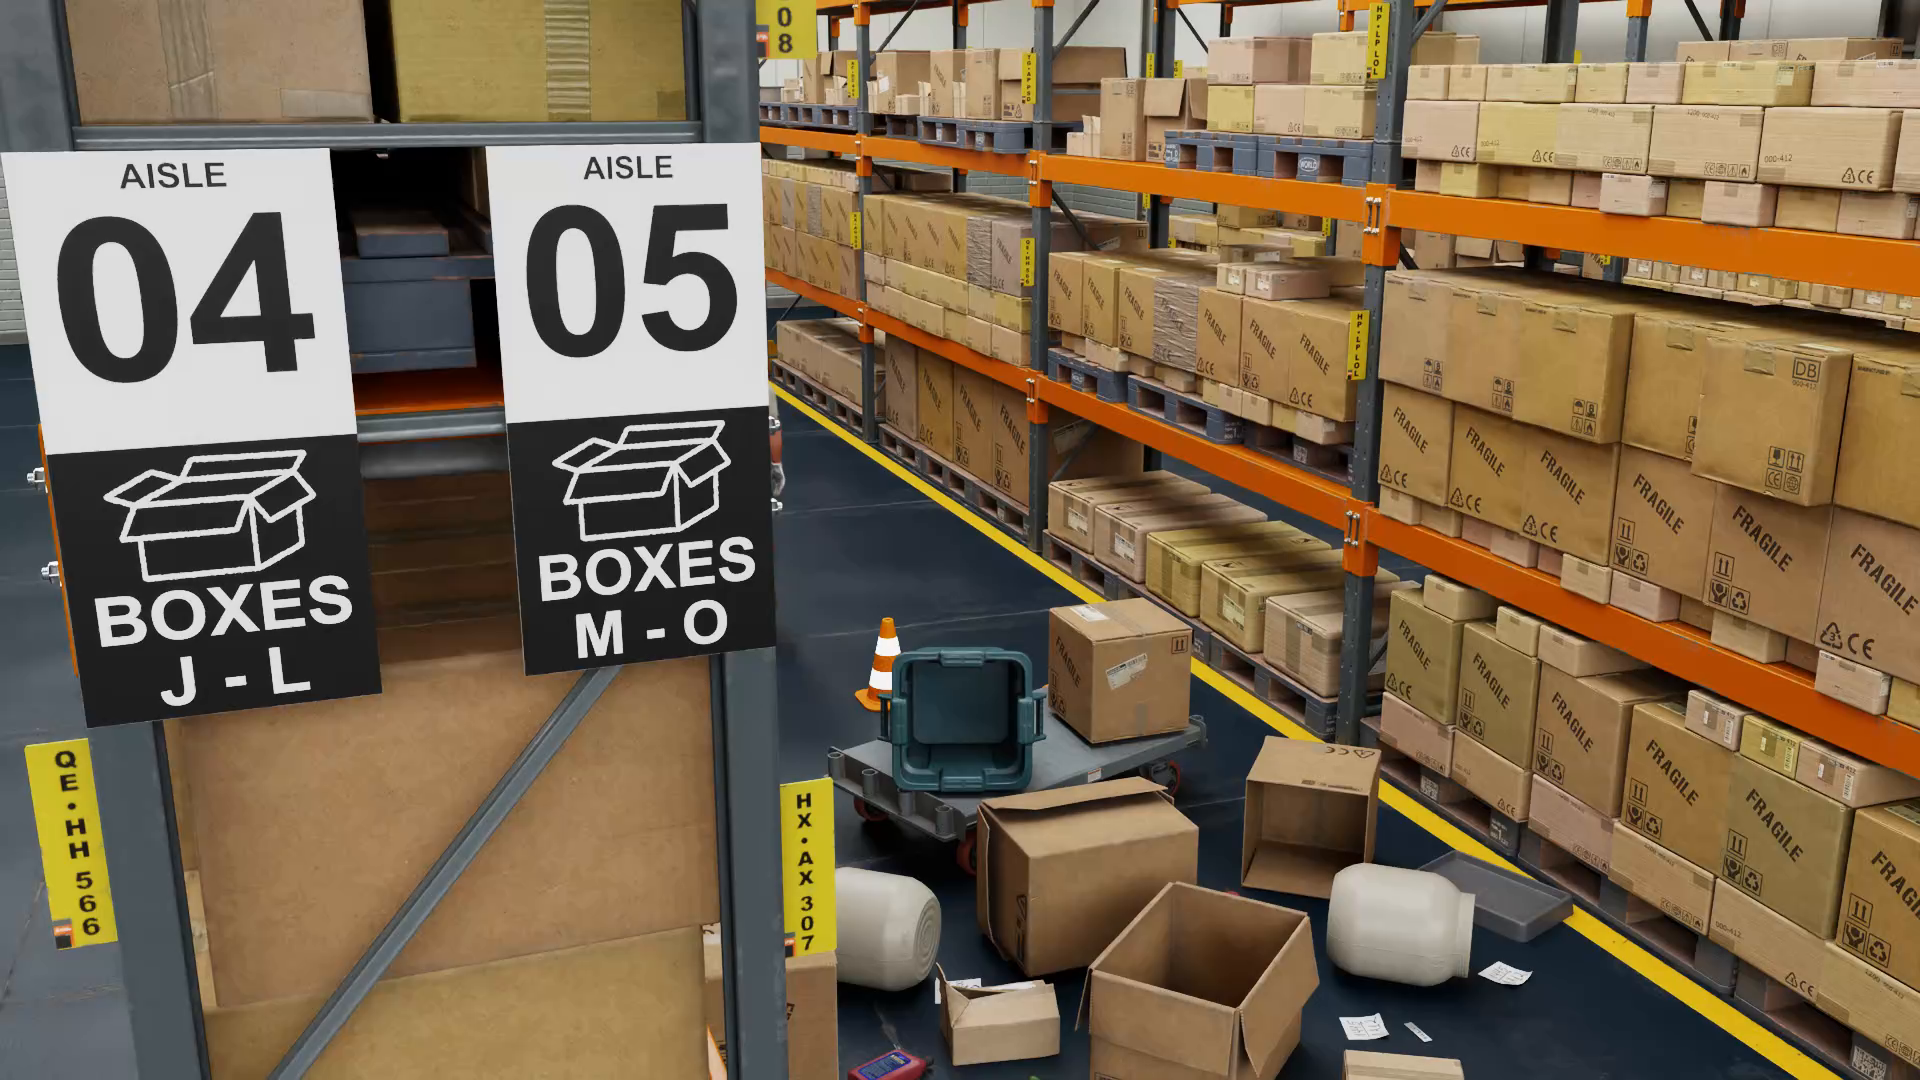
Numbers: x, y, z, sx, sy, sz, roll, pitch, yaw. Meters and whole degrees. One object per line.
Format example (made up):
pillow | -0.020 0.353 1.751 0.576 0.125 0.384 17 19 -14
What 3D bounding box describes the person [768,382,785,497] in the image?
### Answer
person | -1.412 -0.409 10.508 0.586 1.851 0.630 -3 16 -12
